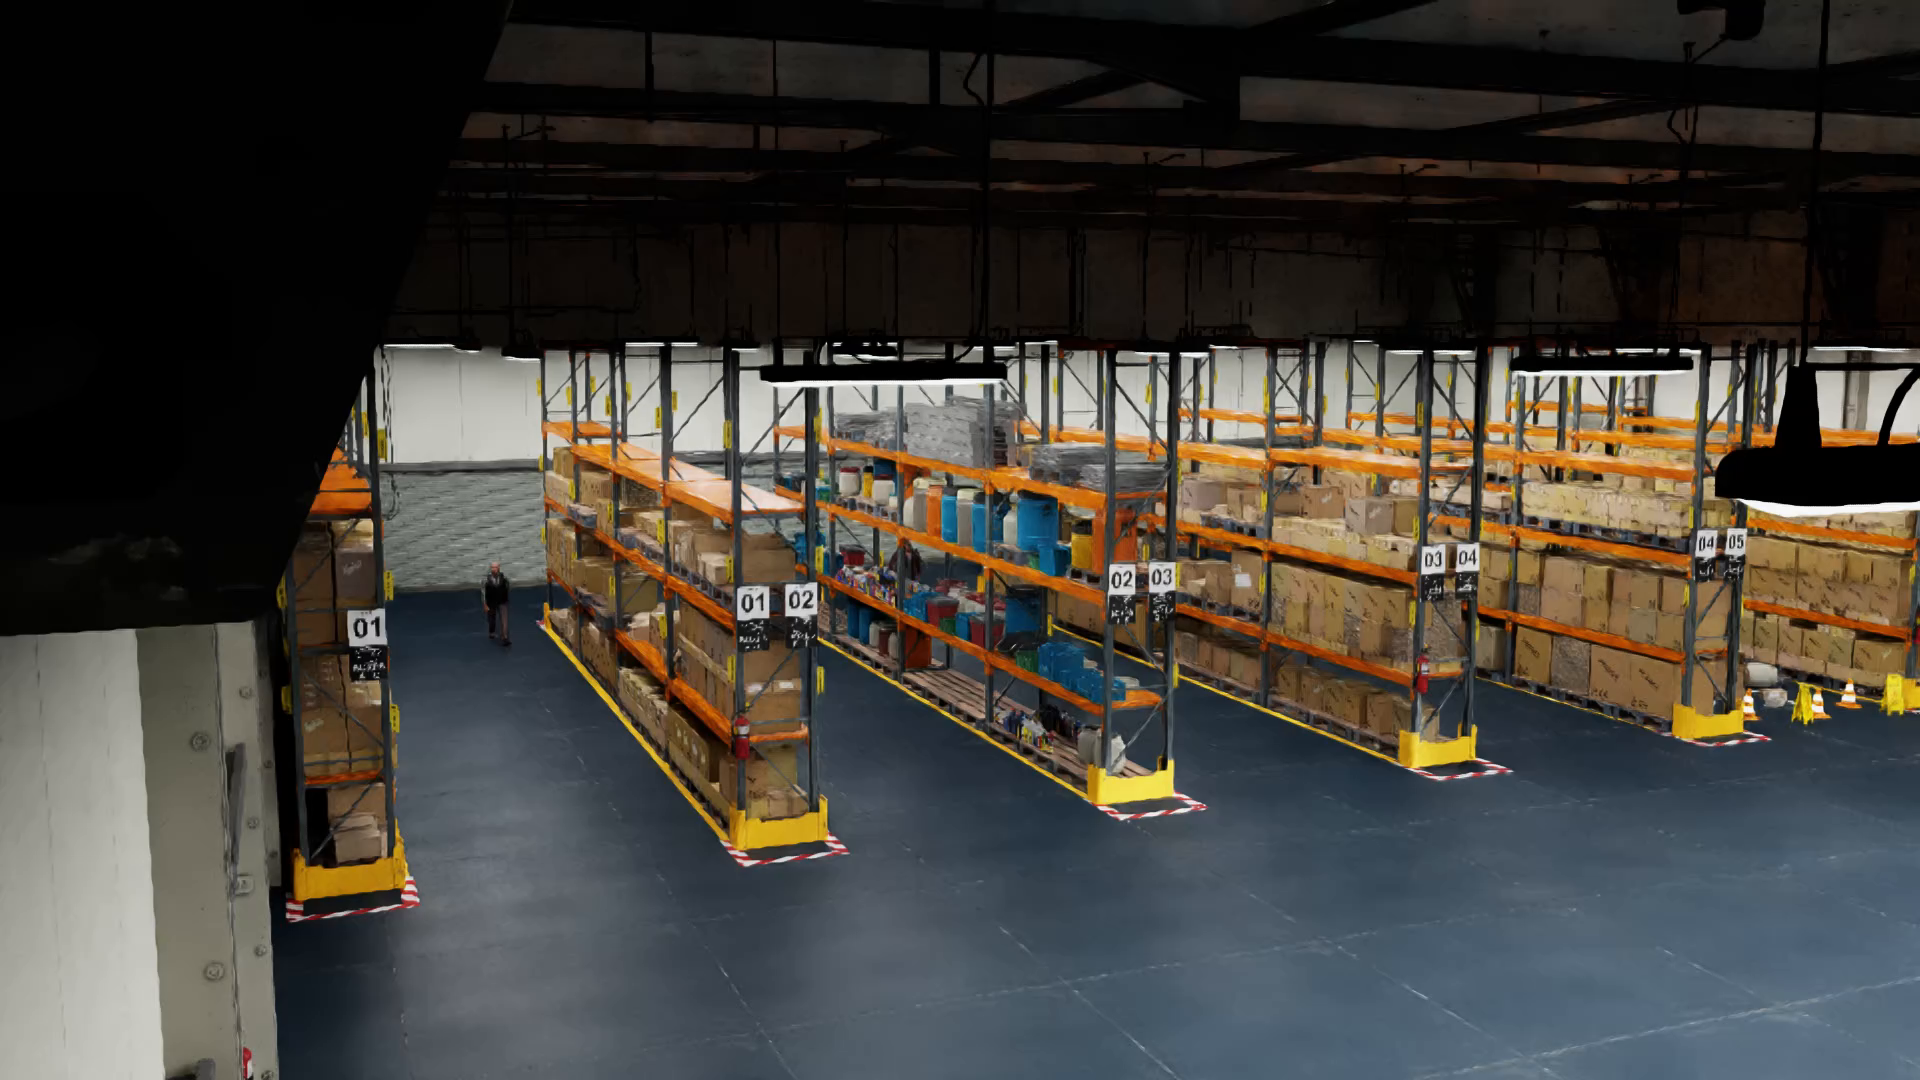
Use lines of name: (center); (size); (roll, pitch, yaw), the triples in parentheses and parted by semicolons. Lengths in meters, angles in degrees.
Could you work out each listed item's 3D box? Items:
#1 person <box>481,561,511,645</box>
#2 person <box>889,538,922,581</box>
person: (-9.185, 1.232, 32.894); (0.543, 1.648, 1.115); (-3, 8, -19)
person: (-1.191, 0.796, 36.031); (0.729, 1.733, 0.546); (-3, 8, -23)
